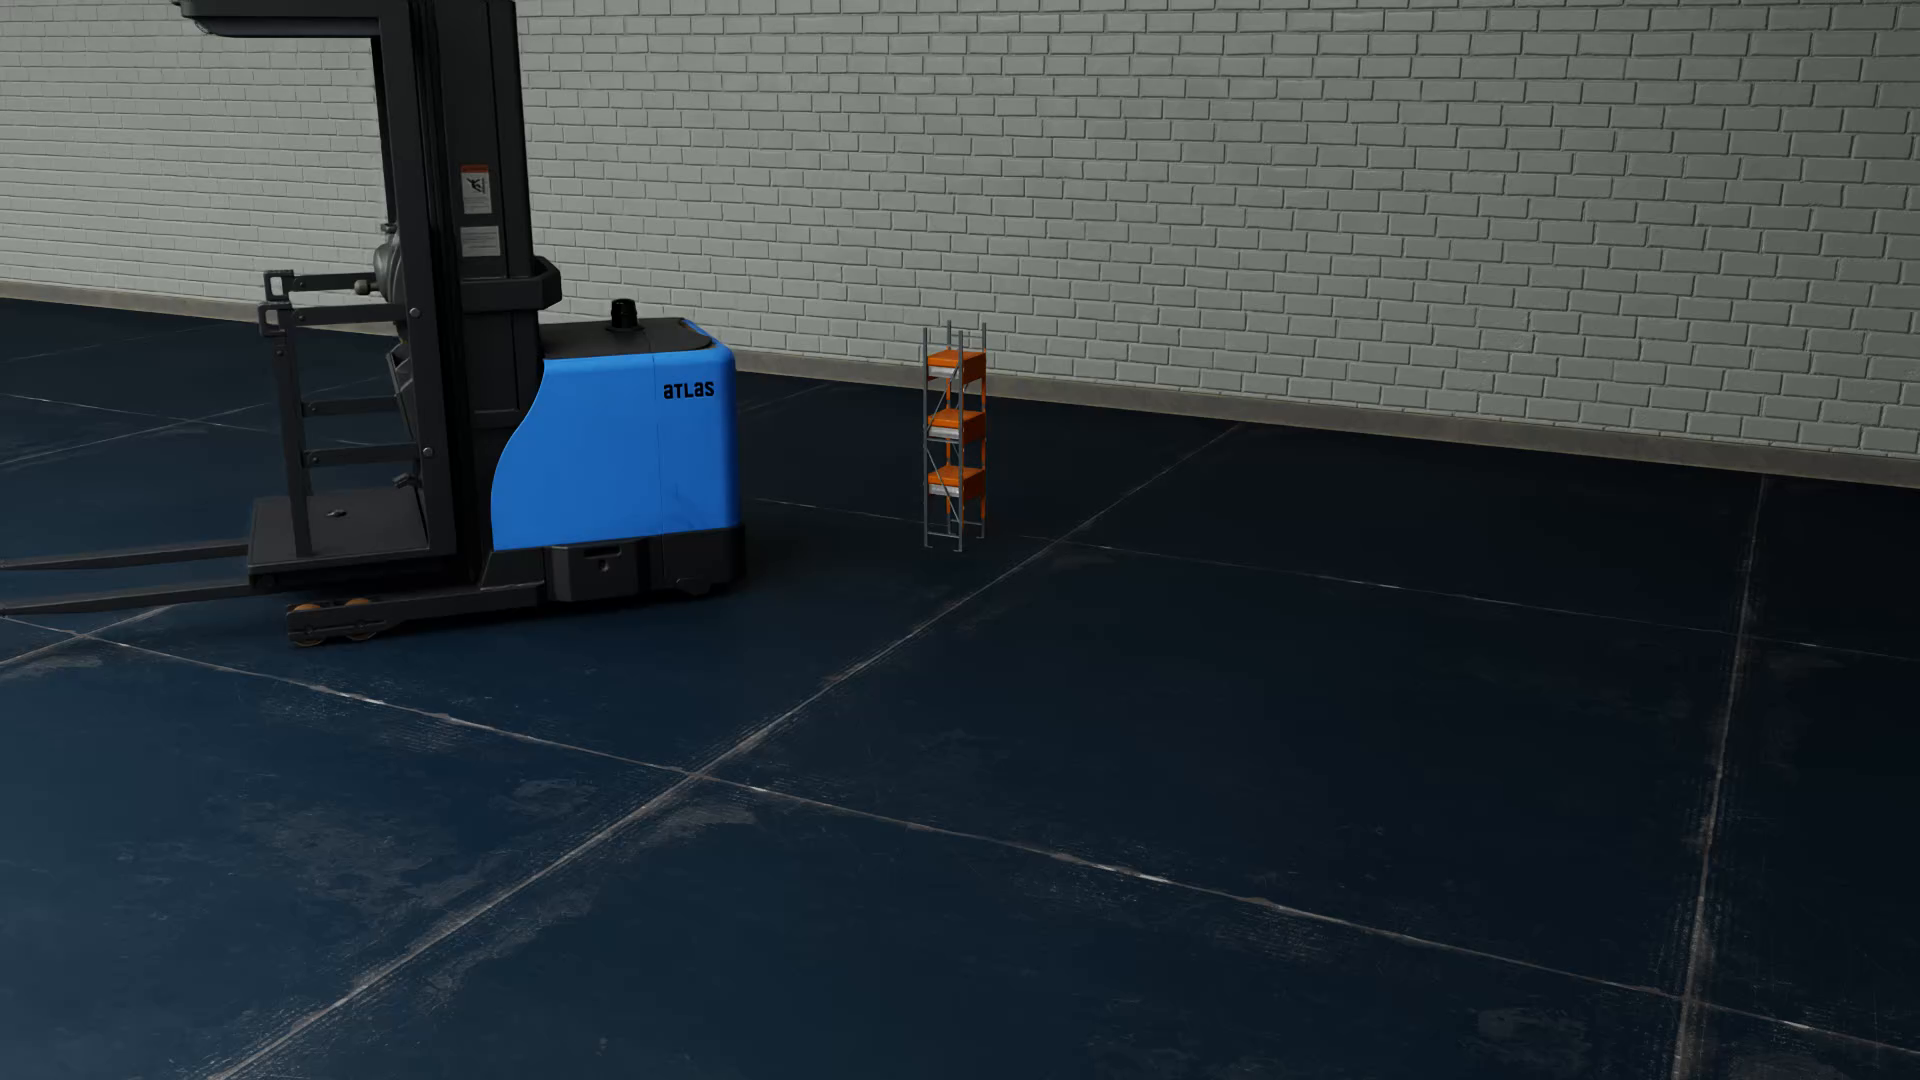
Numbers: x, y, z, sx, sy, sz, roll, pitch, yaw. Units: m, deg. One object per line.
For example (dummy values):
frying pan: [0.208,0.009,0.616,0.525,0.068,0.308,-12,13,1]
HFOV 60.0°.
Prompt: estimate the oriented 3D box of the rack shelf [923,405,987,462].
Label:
rack shelf: [-0.024,-0.479,7.832,0.215,0.259,0.240,8,18,25]

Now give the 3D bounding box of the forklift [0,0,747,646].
forklift: [-2.503,-1.152,6.756,3.031,2.935,1.130,-6,18,-20]

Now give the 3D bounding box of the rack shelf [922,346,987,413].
rack shelf: [-0.024,-0.752,7.751,0.215,0.259,0.240,8,18,25]

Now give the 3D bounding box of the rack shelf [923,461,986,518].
rack shelf: [-0.024,-0.213,7.911,0.215,0.259,0.240,8,18,25]

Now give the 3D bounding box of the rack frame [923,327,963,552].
rack frame: [-0.078,-0.459,7.724,0.200,1.050,0.008,8,18,25]

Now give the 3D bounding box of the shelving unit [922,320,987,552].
shelving unit: [-0.024,-0.490,7.829,0.215,1.050,0.252,8,18,25]

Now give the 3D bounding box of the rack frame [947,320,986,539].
rack frame: [0.031,-0.521,7.934,0.200,1.050,0.008,8,18,25]
